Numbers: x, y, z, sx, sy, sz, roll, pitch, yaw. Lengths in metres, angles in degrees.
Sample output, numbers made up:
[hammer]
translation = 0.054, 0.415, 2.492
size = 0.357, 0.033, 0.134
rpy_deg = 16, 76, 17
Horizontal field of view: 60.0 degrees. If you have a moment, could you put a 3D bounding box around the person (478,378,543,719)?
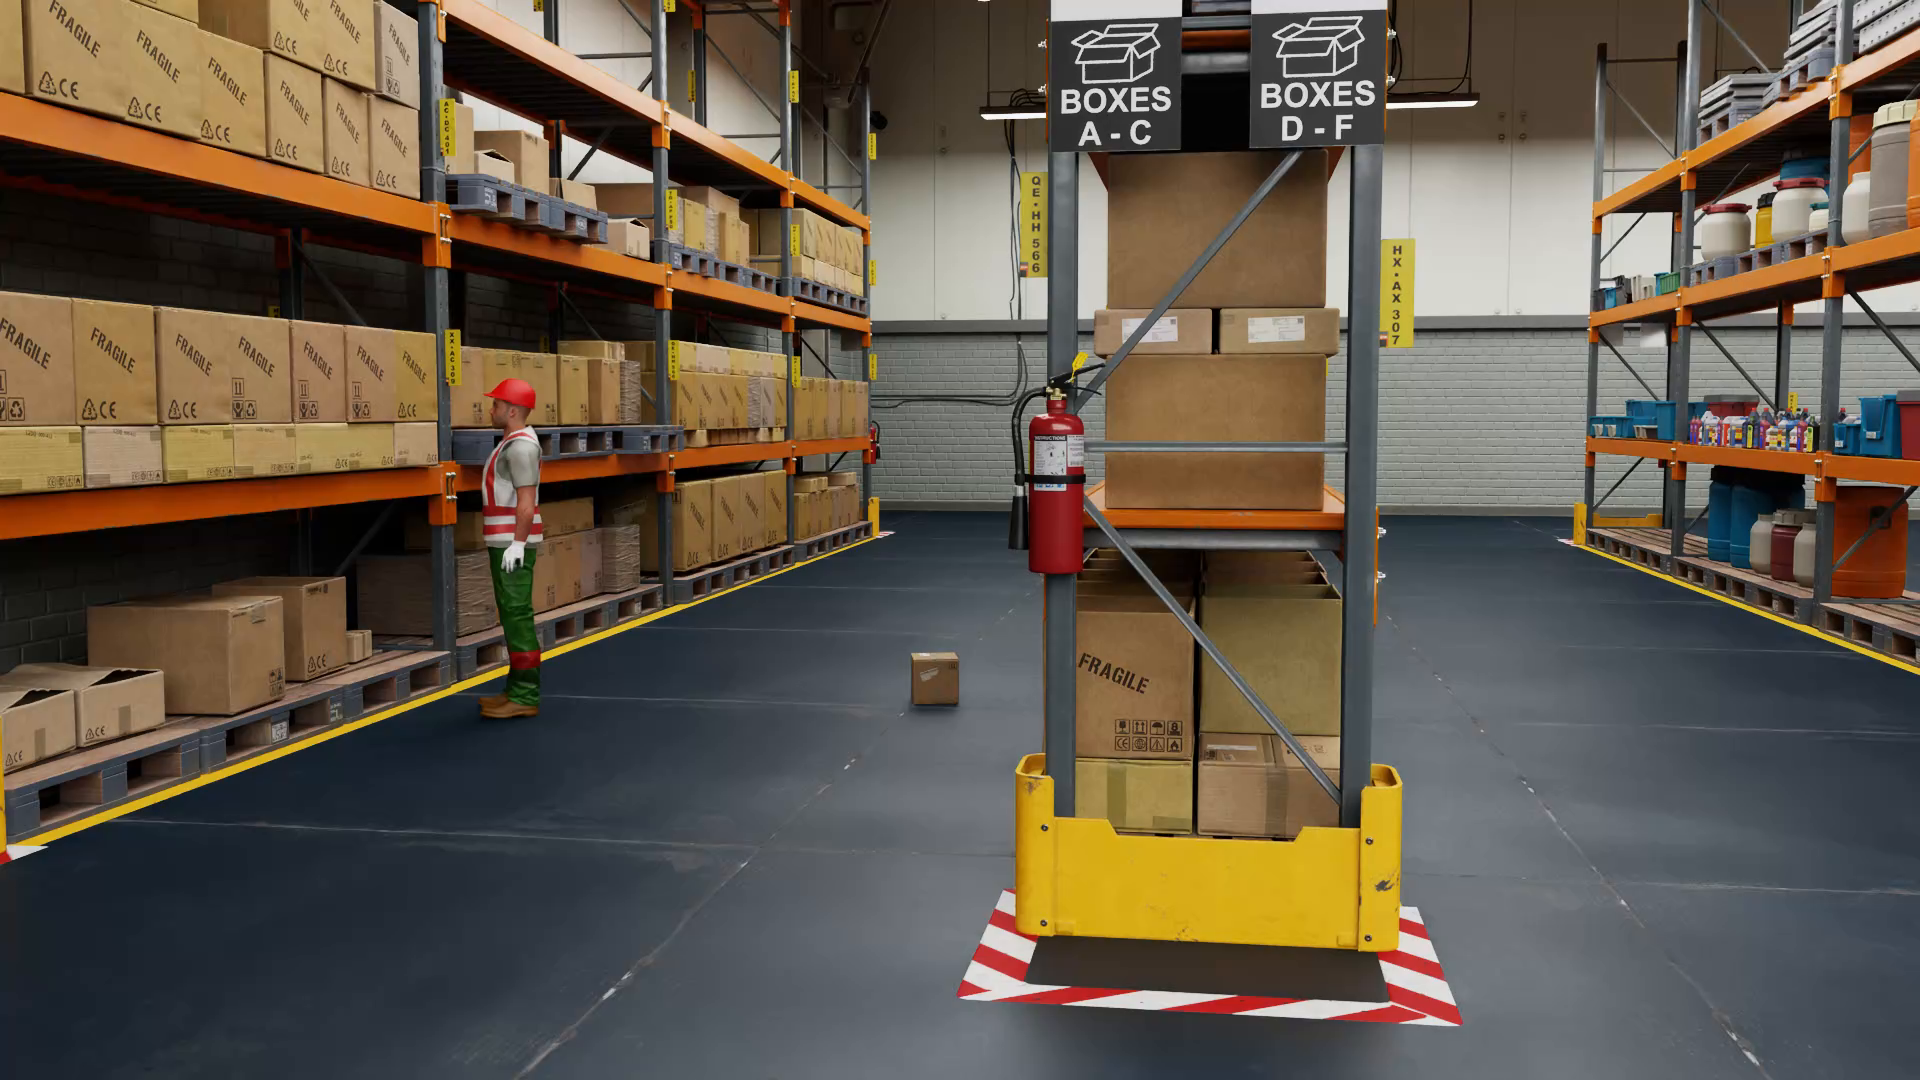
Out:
[person]
translation = -2.406, 0.037, 8.882
size = 0.359, 1.795, 0.548
rpy_deg = -1, 5, -17
